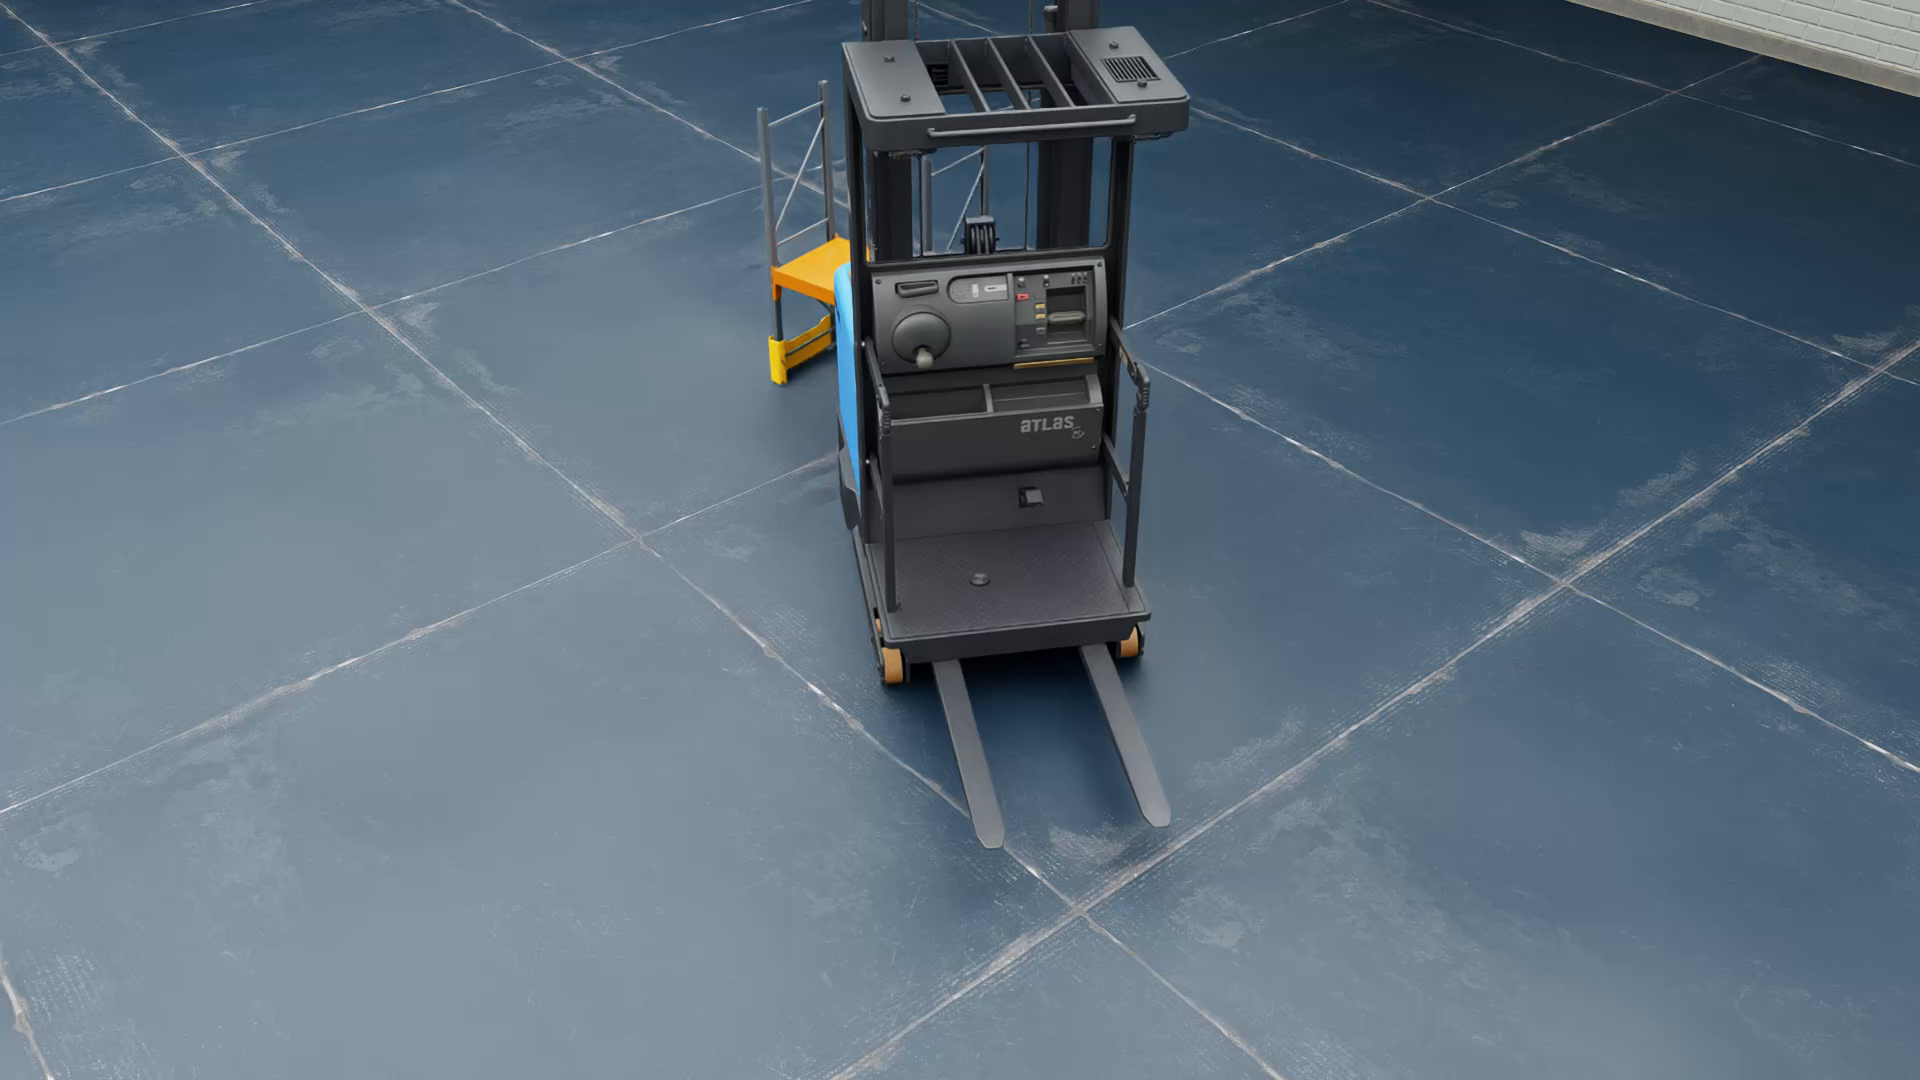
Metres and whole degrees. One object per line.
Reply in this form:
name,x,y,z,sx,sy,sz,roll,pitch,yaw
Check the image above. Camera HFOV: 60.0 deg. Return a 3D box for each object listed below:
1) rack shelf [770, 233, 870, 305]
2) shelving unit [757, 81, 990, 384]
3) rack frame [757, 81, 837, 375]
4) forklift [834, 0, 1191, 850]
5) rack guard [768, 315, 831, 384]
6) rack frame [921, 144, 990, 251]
rack shelf,-0.426,-1.280,8.571,1.000,0.185,0.538,24,42,30
shelving unit,-0.419,-1.424,8.462,1.083,1.500,0.587,24,42,30
rack frame,-0.831,-1.604,8.717,0.032,1.500,0.500,24,42,30
forklift,0.160,-0.824,6.378,1.130,2.935,3.031,-6,36,-8
rack guard,-0.816,-1.087,9.069,0.087,0.250,0.587,24,42,30
rack frame,-0.020,-1.249,8.216,0.032,1.500,0.500,24,42,30
